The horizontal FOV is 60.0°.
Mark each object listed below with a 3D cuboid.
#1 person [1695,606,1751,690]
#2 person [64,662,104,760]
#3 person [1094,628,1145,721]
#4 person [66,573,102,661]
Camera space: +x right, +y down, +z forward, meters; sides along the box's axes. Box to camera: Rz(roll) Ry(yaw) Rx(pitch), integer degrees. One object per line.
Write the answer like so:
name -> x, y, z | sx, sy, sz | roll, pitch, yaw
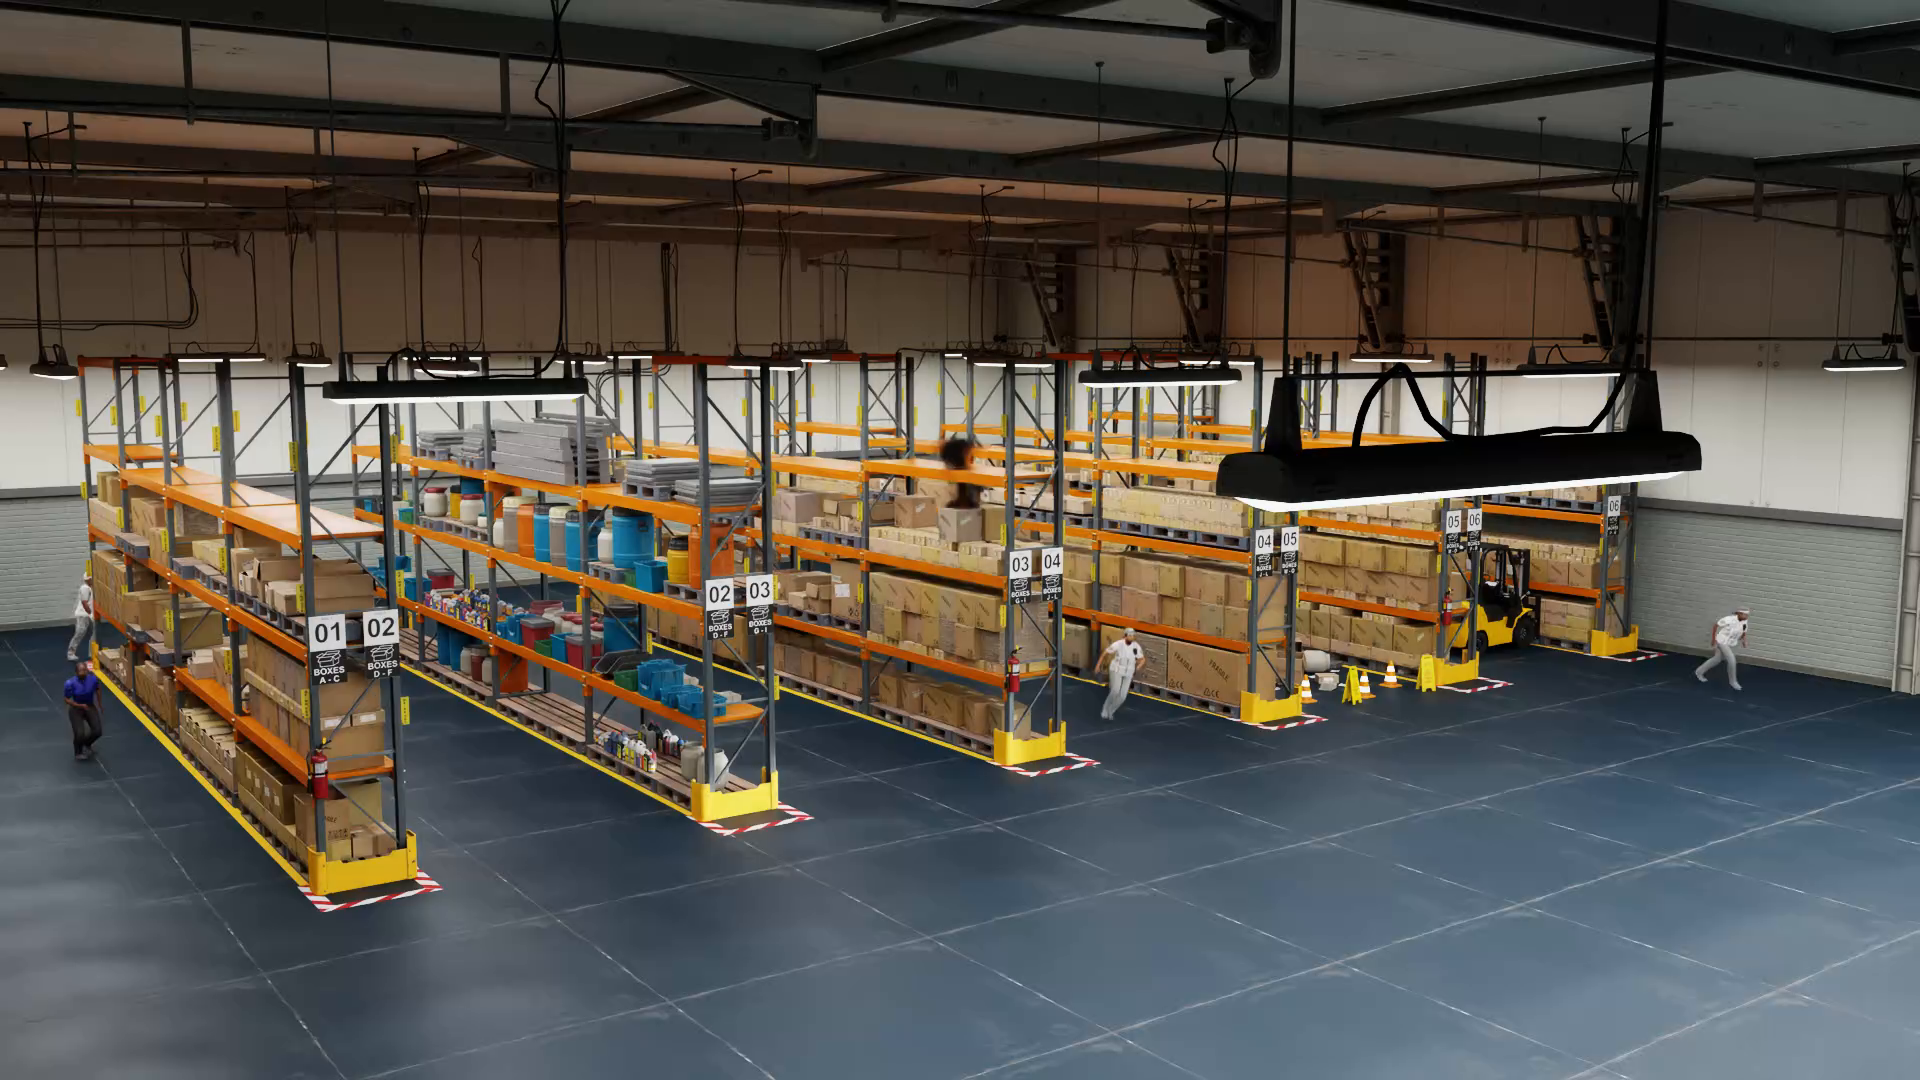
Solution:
person -> 13.902, 1.908, 30.292 | 0.585, 1.515, 0.989 | -3, 8, -25
person -> -13.110, 2.560, 24.893 | 0.732, 1.544, 0.567 | 7, 10, 44
person -> 2.694, 2.230, 27.563 | 0.801, 1.563, 0.606 | -2, 7, -19
person -> -17.306, 1.483, 32.827 | 0.645, 1.725, 0.695 | -2, 7, -15
